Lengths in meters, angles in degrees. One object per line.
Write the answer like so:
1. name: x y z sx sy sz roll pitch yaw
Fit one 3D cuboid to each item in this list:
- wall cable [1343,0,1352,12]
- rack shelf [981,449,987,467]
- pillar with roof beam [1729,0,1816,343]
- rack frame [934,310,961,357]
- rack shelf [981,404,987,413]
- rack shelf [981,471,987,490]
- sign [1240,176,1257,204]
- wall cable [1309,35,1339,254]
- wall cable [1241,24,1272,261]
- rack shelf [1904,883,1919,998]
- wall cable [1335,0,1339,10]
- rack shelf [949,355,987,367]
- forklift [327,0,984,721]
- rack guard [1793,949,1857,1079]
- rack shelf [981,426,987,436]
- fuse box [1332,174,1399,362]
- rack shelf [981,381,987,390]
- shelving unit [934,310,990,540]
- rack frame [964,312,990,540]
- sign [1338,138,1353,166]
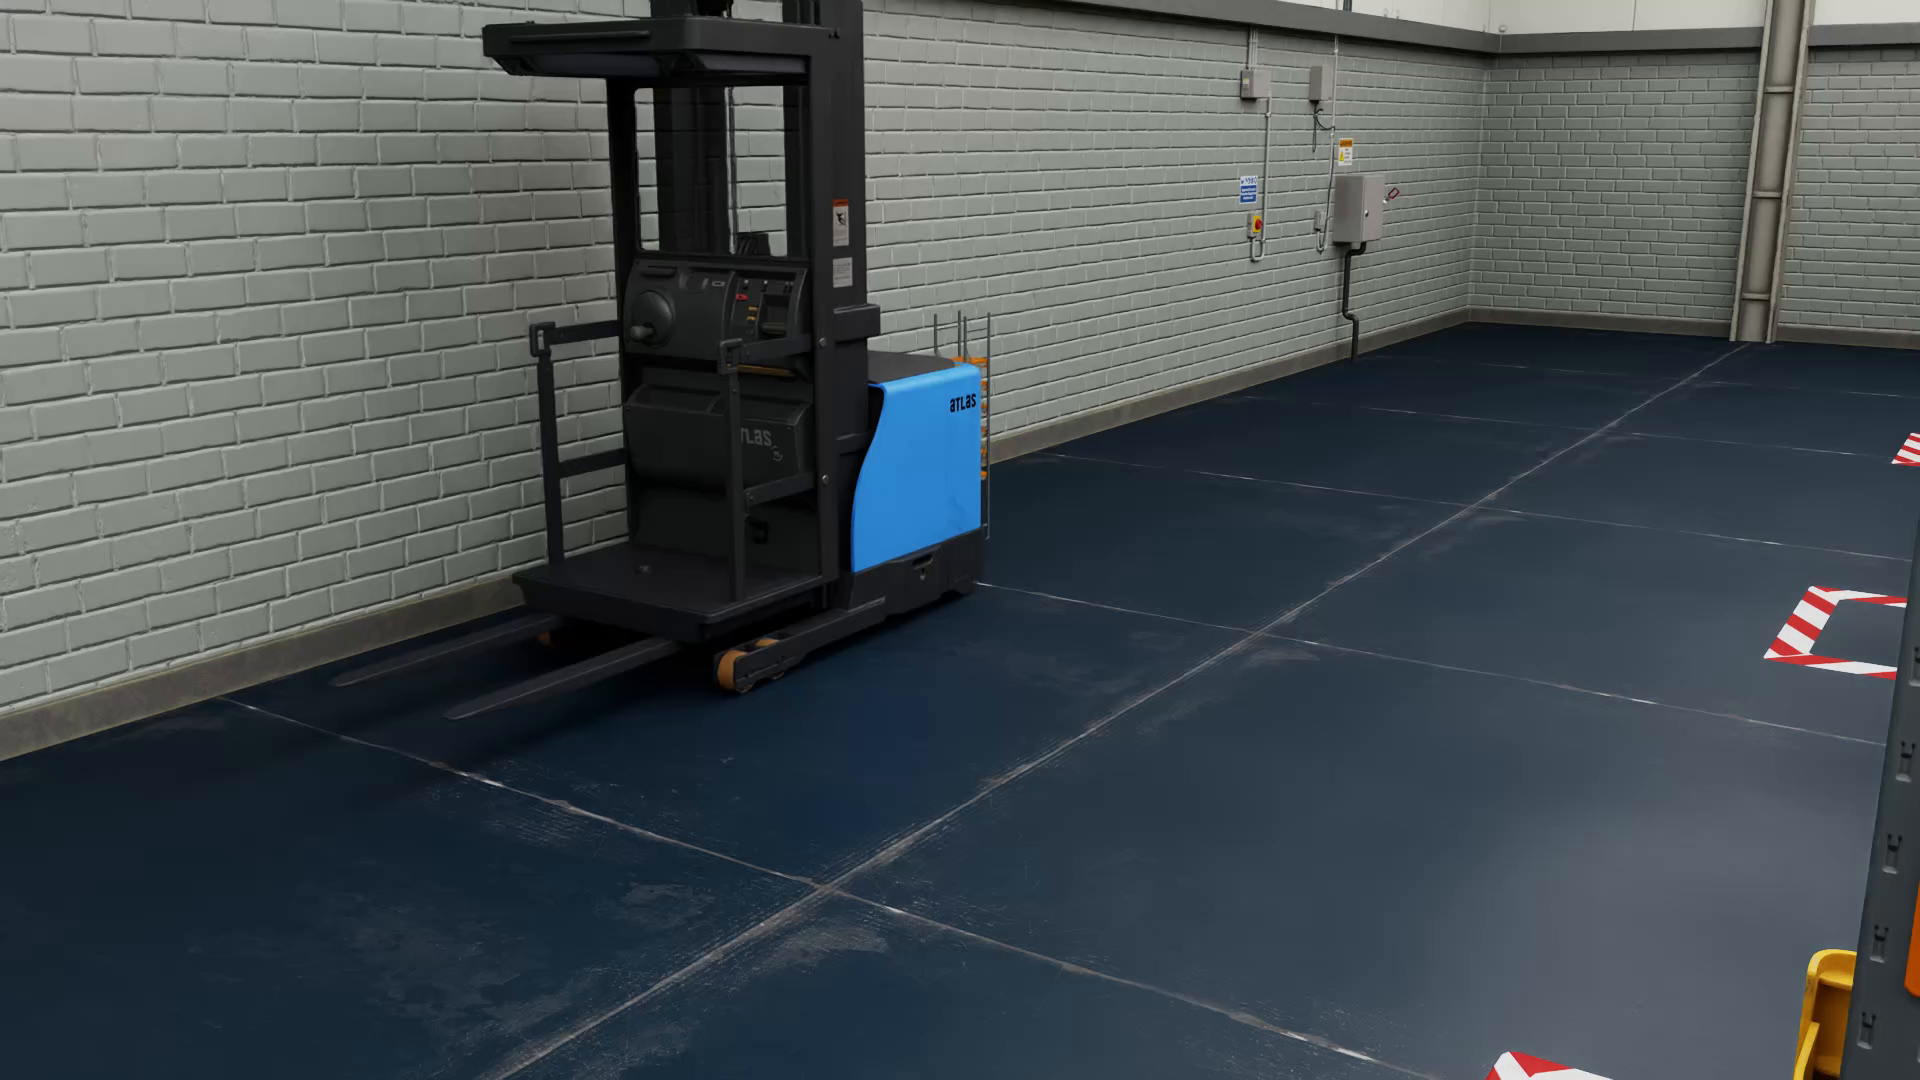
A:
1. wall cable: 4.255 -6.315 15.527 0.133 3.039 2.988 9 17 33
2. rack shelf: 0.012 -0.421 8.711 0.180 0.103 0.258 9 17 33
3. pillar with roof beam: 5.755 -5.563 12.568 0.400 9.000 9.100 9 17 33
4. rack frame: -0.064 -0.593 8.721 0.006 1.200 0.240 9 17 33
5. rack shelf: 0.012 -0.654 8.653 0.180 0.103 0.258 9 17 33
6. rack shelf: 0.012 -0.304 8.740 0.180 0.103 0.258 9 17 33
7. sign: 2.355 -2.859 13.568 0.001 0.218 0.327 9 17 33
8. wall cable: 3.214 -3.507 14.633 0.122 1.984 0.588 9 17 33
9. wall cable: 2.432 -3.238 13.480 0.123 1.953 0.585 9 17 33
10. rack shelf: 3.253 0.616 1.591 4.000 0.370 1.077 9 17 33
11. wall cable: 2.669 -5.746 13.308 0.029 3.000 2.355 9 17 33
12. rack shelf: 0.012 -0.887 8.595 0.180 0.103 0.258 9 17 33
13. forklift: -1.119 -0.960 6.600 1.130 2.935 3.031 9 17 32
14. rack guard: 1.574 1.208 2.901 0.348 0.500 1.175 9 17 33
15. rack shelf: 0.012 -0.537 8.682 0.180 0.103 0.258 9 17 33
16. fuse box: 3.726 -2.503 15.374 0.414 1.711 0.539 9 17 33
17. rack shelf: 0.012 -0.770 8.624 0.180 0.103 0.258 9 17 33
18. shelving unit: 0.012 -0.580 8.671 0.189 1.200 0.258 9 17 33
19. rack frame: 0.088 -0.568 8.622 0.006 1.200 0.240 9 17 33
20. sign: 3.523 -3.546 15.187 0.001 0.242 0.339 9 17 33
